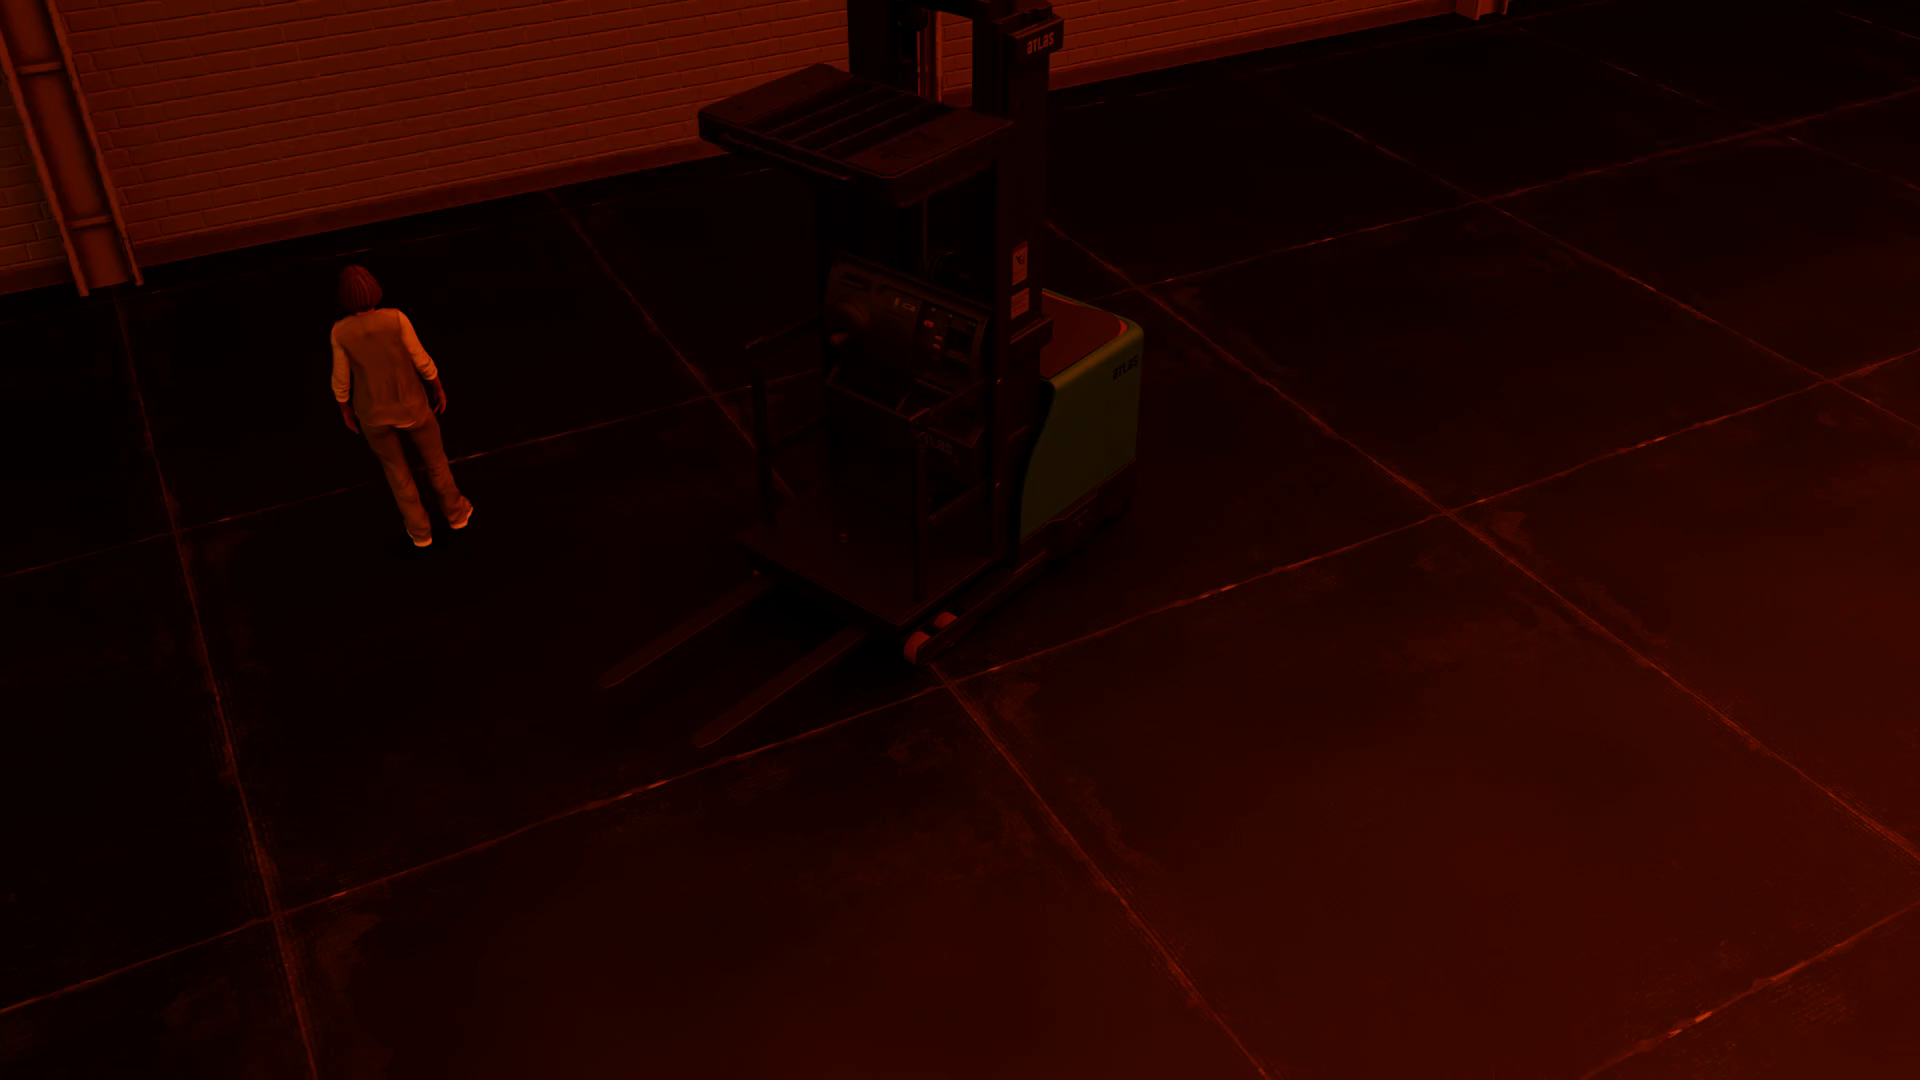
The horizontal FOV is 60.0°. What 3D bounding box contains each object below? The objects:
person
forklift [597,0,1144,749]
[{"bbox_3d":[-2.796,-0.679,8.227,0.518,1.597,0.476,-10,37,-14],"label":"person"},{"bbox_3d":[-0.390,-0.927,7.434,1.130,2.935,3.031,26,43,31],"label":"forklift"}]
